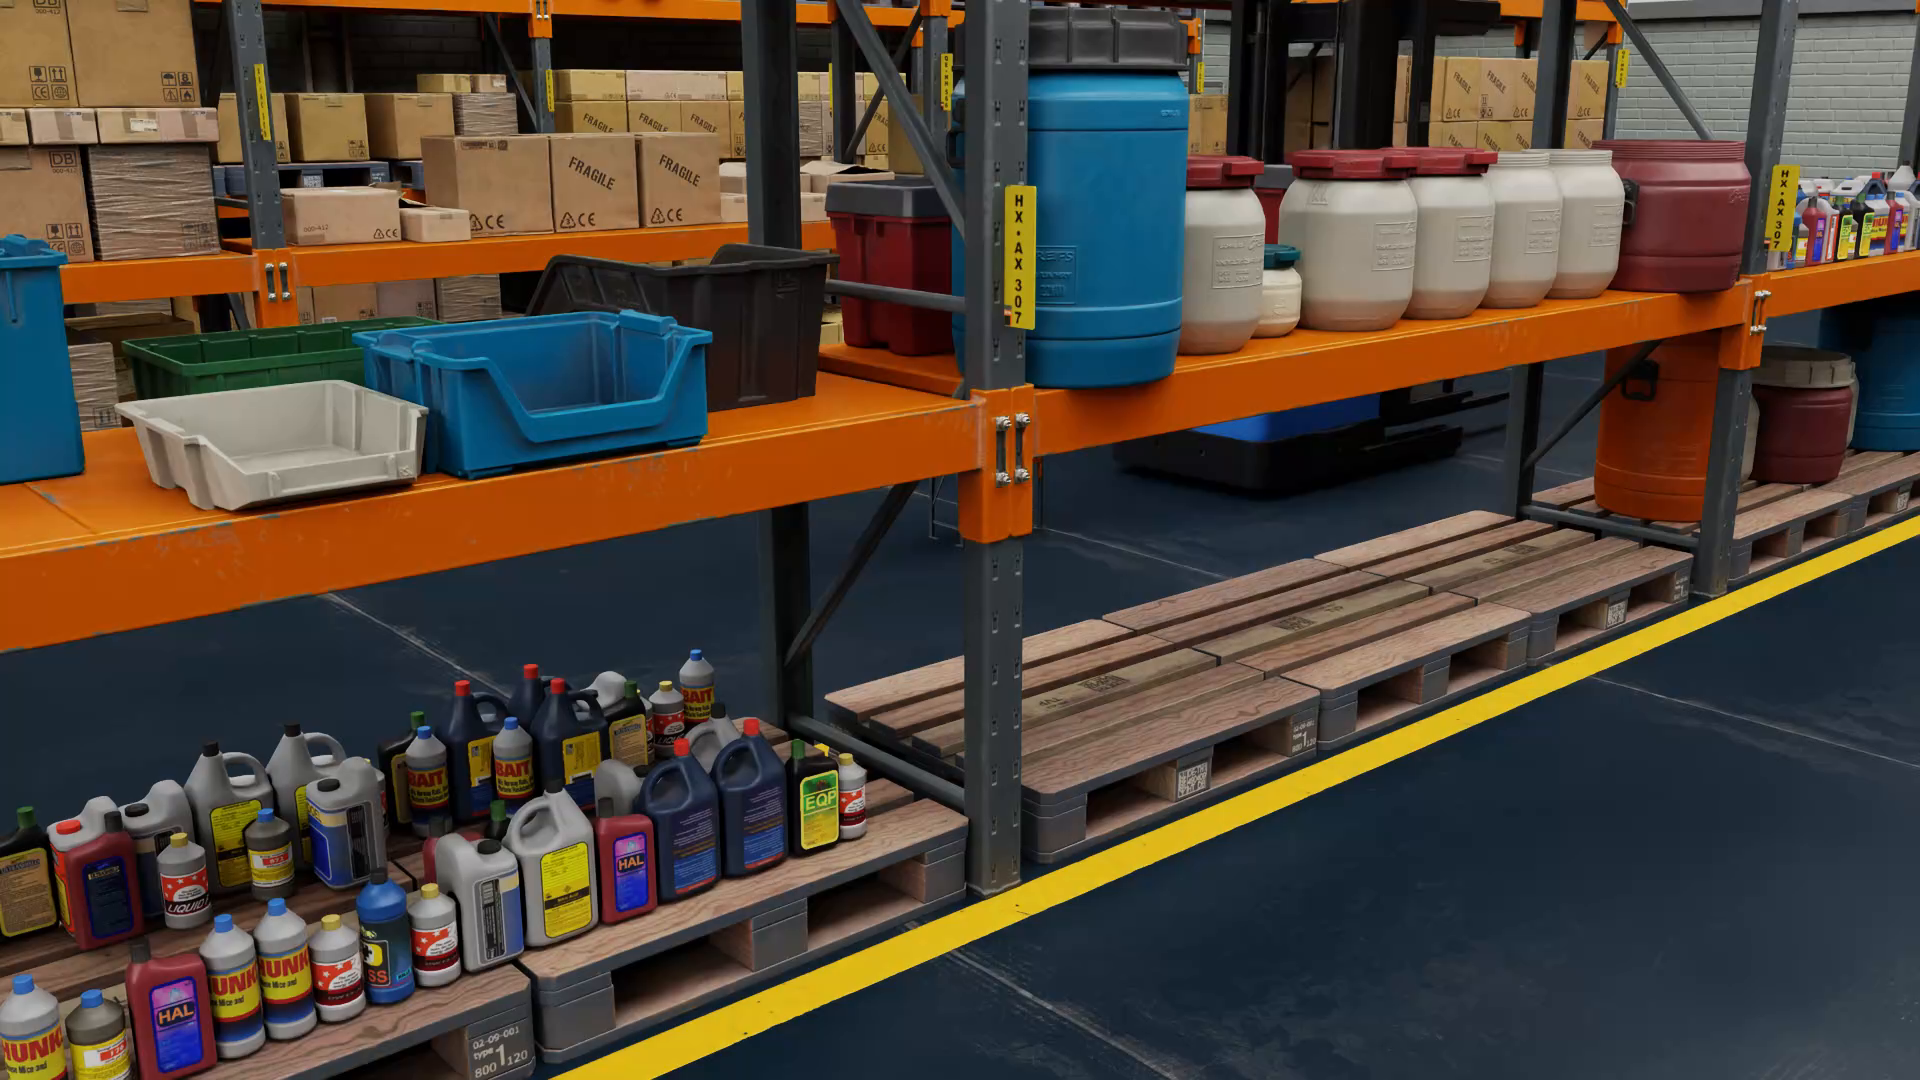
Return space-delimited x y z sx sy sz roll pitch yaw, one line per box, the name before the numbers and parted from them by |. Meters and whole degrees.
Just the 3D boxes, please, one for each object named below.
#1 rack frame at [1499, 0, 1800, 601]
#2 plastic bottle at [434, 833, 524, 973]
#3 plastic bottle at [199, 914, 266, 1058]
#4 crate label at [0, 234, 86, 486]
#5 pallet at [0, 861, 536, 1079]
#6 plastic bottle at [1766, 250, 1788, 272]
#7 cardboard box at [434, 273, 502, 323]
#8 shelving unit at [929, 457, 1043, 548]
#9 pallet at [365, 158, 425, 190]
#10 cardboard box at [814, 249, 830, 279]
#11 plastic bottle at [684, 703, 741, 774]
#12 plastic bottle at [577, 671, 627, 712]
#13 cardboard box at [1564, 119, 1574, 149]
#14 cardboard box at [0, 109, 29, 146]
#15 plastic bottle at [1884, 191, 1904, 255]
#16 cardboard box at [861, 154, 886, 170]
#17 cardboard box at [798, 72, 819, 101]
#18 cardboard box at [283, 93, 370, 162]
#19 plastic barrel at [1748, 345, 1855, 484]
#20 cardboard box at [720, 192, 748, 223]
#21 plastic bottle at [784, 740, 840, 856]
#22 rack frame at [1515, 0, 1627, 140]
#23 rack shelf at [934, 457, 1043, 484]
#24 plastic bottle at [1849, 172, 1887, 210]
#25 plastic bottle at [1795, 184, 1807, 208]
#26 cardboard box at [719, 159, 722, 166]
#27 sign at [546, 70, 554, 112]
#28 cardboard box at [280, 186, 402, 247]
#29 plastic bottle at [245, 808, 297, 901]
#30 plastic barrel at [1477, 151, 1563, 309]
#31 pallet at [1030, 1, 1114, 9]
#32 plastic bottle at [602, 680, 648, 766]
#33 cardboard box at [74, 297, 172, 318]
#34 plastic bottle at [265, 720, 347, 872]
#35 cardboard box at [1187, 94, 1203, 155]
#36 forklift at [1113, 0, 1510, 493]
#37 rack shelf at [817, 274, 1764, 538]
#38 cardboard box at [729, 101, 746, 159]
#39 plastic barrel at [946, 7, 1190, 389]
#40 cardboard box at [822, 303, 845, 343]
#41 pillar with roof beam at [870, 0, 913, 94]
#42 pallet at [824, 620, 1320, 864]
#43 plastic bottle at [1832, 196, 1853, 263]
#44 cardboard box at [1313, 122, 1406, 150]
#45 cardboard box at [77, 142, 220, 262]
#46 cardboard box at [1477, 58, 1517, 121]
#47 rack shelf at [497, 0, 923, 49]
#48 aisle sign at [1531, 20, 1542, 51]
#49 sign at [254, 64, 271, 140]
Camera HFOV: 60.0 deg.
rack frame | 2.804 -1.308 6.833 0.127 3.000 1.000 -13 19 -39
plastic bottle | -1.024 0.753 3.545 0.135 0.276 0.152 -12 19 -38
plastic bottle | -1.401 0.849 3.195 0.097 0.271 0.097 0 15 0
crate label | -2.021 -0.334 3.119 0.616 0.435 0.502 -13 19 -39
pallet | -1.669 1.031 3.482 1.213 0.211 1.003 -13 19 -39
plastic bottle | 3.342 -1.258 6.888 0.135 0.276 0.152 -13 19 -39
cardboard box | -4.209 -2.109 13.824 0.500 0.500 0.700 -12 19 -39
shelving unit | 0.125 -0.608 7.700 0.503 1.200 0.258 -13 19 -39
pallet | -4.167 -3.002 13.548 1.003 0.211 1.213 -13 19 -39
cardboard box | -1.756 -2.792 15.740 0.750 0.750 0.750 -12 19 -38
plastic bottle | -0.605 0.574 4.068 0.185 0.351 0.144 -13 19 -39
plastic bottle | -0.968 0.502 4.483 0.135 0.276 0.152 -12 19 -37
cardboard box | 5.042 -3.459 14.692 0.500 0.500 0.500 -12 19 -39
cardboard box | -4.108 -1.738 6.993 0.250 0.149 0.380 -13 20 -39
plastic bottle | 4.244 -1.448 7.586 0.133 0.283 0.061 -13 19 -39
cardboard box | -0.926 -3.642 16.022 0.250 0.149 0.380 -12 19 -38
cardboard box | -1.644 -4.178 15.316 0.500 0.250 0.500 -12 19 -38
cardboard box | -4.973 -3.200 12.872 0.500 0.500 0.700 -13 19 -39
plastic barrel | 4.013 -0.623 8.129 0.708 0.588 0.600 -13 19 -39
cardboard box | -1.370 -1.924 9.628 0.250 0.149 0.380 -11 18 -35
plastic bottle | -0.360 0.616 4.044 0.133 0.283 0.061 -11 19 -37
rack frame | 5.590 -3.628 15.519 0.127 3.000 1.000 -13 19 -39
rack shelf | 0.125 -0.351 7.769 0.480 0.148 0.258 -13 19 -39
plastic bottle | 4.310 -1.562 7.881 0.185 0.351 0.144 -13 19 -39
plastic bottle | 4.191 -1.647 8.354 0.097 0.271 0.097 0 15 0
cardboard box | -2.347 -3.359 14.959 0.250 0.149 0.380 -12 19 -39
sign | -3.336 -3.653 13.525 0.005 0.325 0.100 -13 19 -39
cardboard box | -3.120 -1.614 8.272 0.500 0.250 0.500 -11 19 -36
plastic bottle | -1.586 0.717 3.823 0.097 0.201 0.097 0 15 0
plastic barrel | 1.850 -1.074 5.743 0.421 0.512 0.421 0 15 0
pallet | 0.862 -5.662 17.495 1.213 0.211 1.003 -13 19 -39
plastic bottle | -0.898 0.519 4.405 0.133 0.283 0.061 -13 19 -39
cardboard box | -6.173 -1.691 12.261 0.500 0.500 0.700 -12 19 -38
plastic bottle | -1.558 0.597 3.982 0.185 0.351 0.144 -13 20 -40
cardboard box | 1.280 -2.890 11.750 0.700 0.500 0.500 10 18 33
forklift | 2.262 -1.961 9.410 3.031 2.935 1.130 -14 20 -41
rack shelf | 1.295 -0.621 5.657 4.000 0.370 1.077 -13 19 -39
cardboard box | -2.001 -3.731 15.096 0.500 0.500 0.500 -12 19 -38
plastic barrel | 0.276 -0.879 4.255 0.708 0.901 0.600 -13 19 -39
cardboard box | -0.679 -1.281 10.162 0.500 0.311 0.500 -12 19 -38
pillar with roof beam | 2.104 -6.261 13.753 0.400 9.000 9.100 -13 19 -39
pallet | 0.353 0.577 5.182 1.213 0.211 1.003 -13 19 -39
plastic bottle | 3.822 -1.354 7.232 0.133 0.283 0.061 -13 19 -39
cardboard box | 3.136 -3.032 13.094 0.500 0.500 0.500 -12 19 -38
cardboard box | -3.793 -1.567 7.610 0.500 0.500 0.700 -13 20 -41
cardboard box | 4.279 -3.769 13.915 0.500 0.500 0.500 -12 19 -38
rack shelf | -2.191 -4.677 15.027 4.000 0.370 1.077 -13 19 -39
aisle sign | 5.449 -4.952 15.441 0.004 0.787 0.394 -13 19 -39
sign | -3.097 -1.944 7.383 0.005 0.325 0.100 -13 19 -39
